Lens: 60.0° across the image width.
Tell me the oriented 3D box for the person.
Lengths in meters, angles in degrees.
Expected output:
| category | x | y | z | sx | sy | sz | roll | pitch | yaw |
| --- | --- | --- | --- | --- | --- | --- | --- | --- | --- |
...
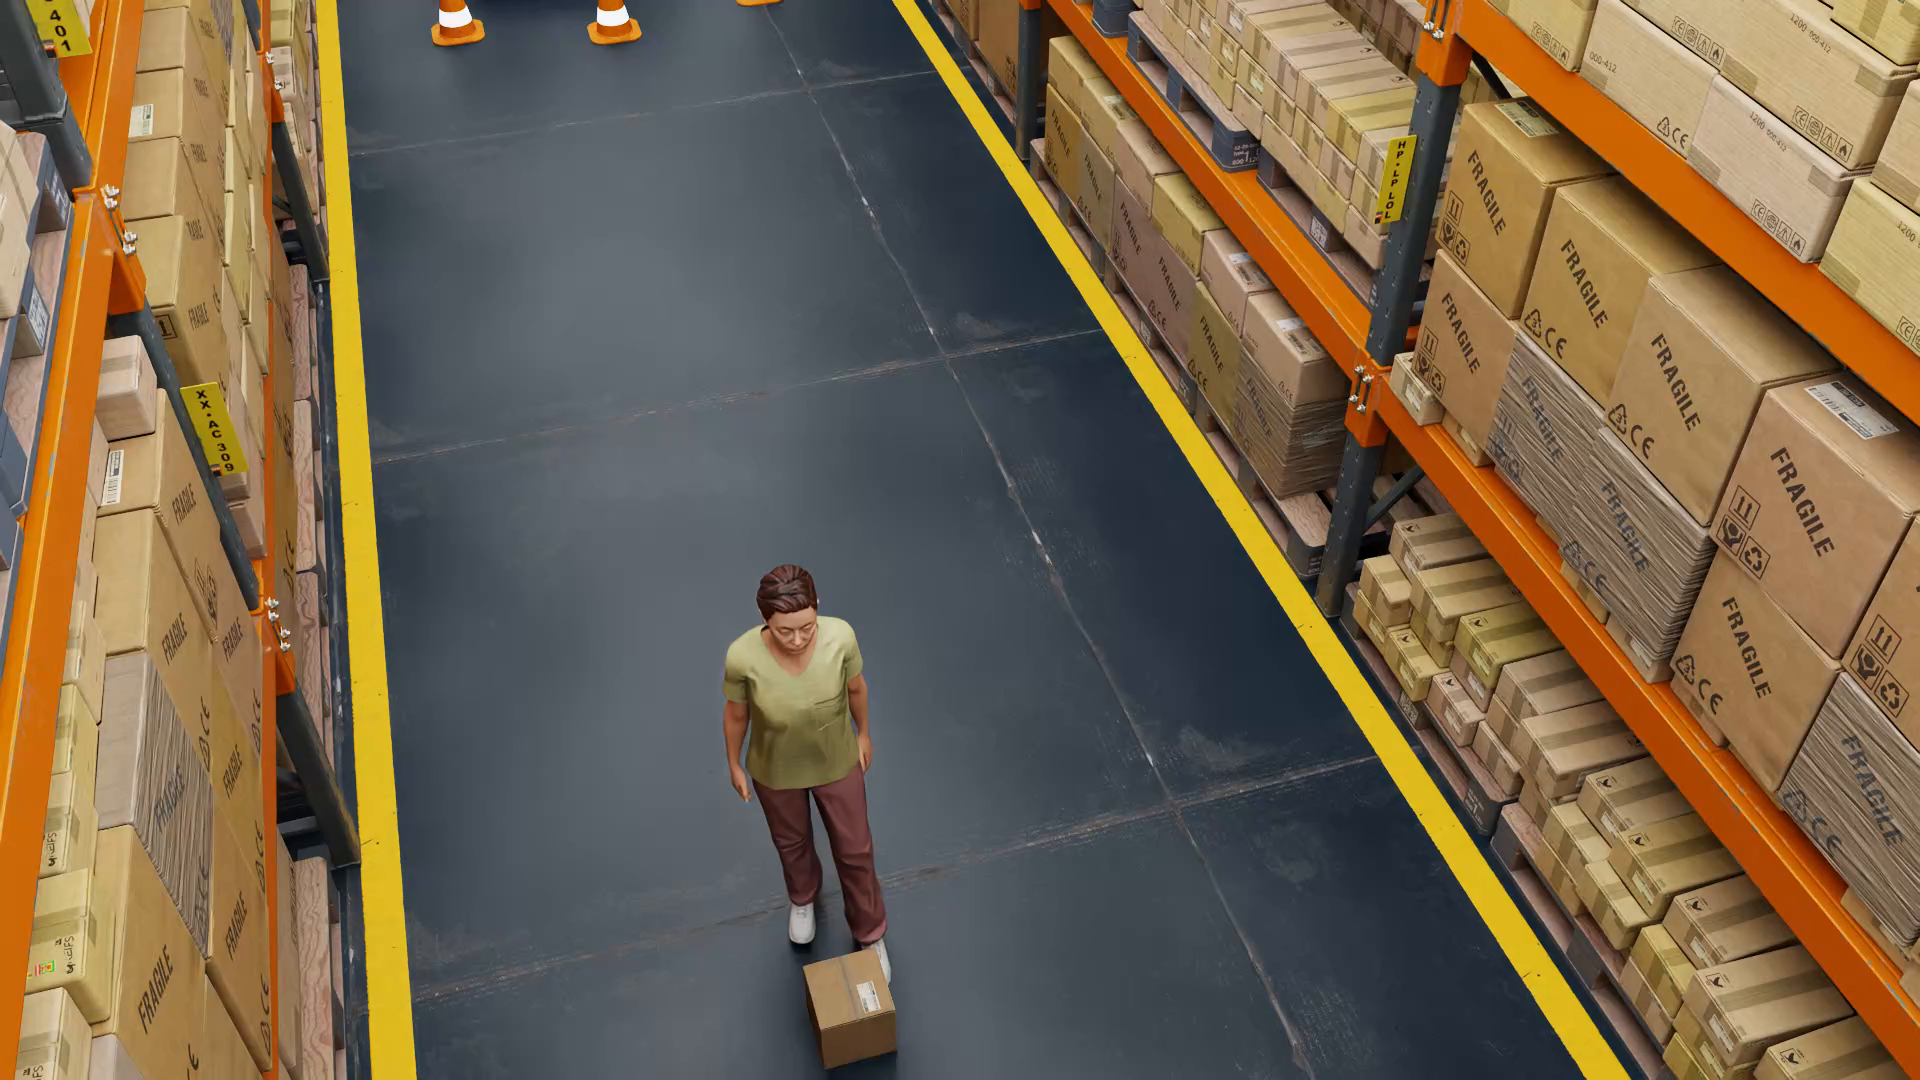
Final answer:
| category | x | y | z | sx | sy | sz | roll | pitch | yaw |
| --- | --- | --- | --- | --- | --- | --- | --- | --- | --- |
| person | -0.491 | 0.777 | 5.305 | 0.470 | 1.681 | 0.529 | -8 | 43 | -8 |
